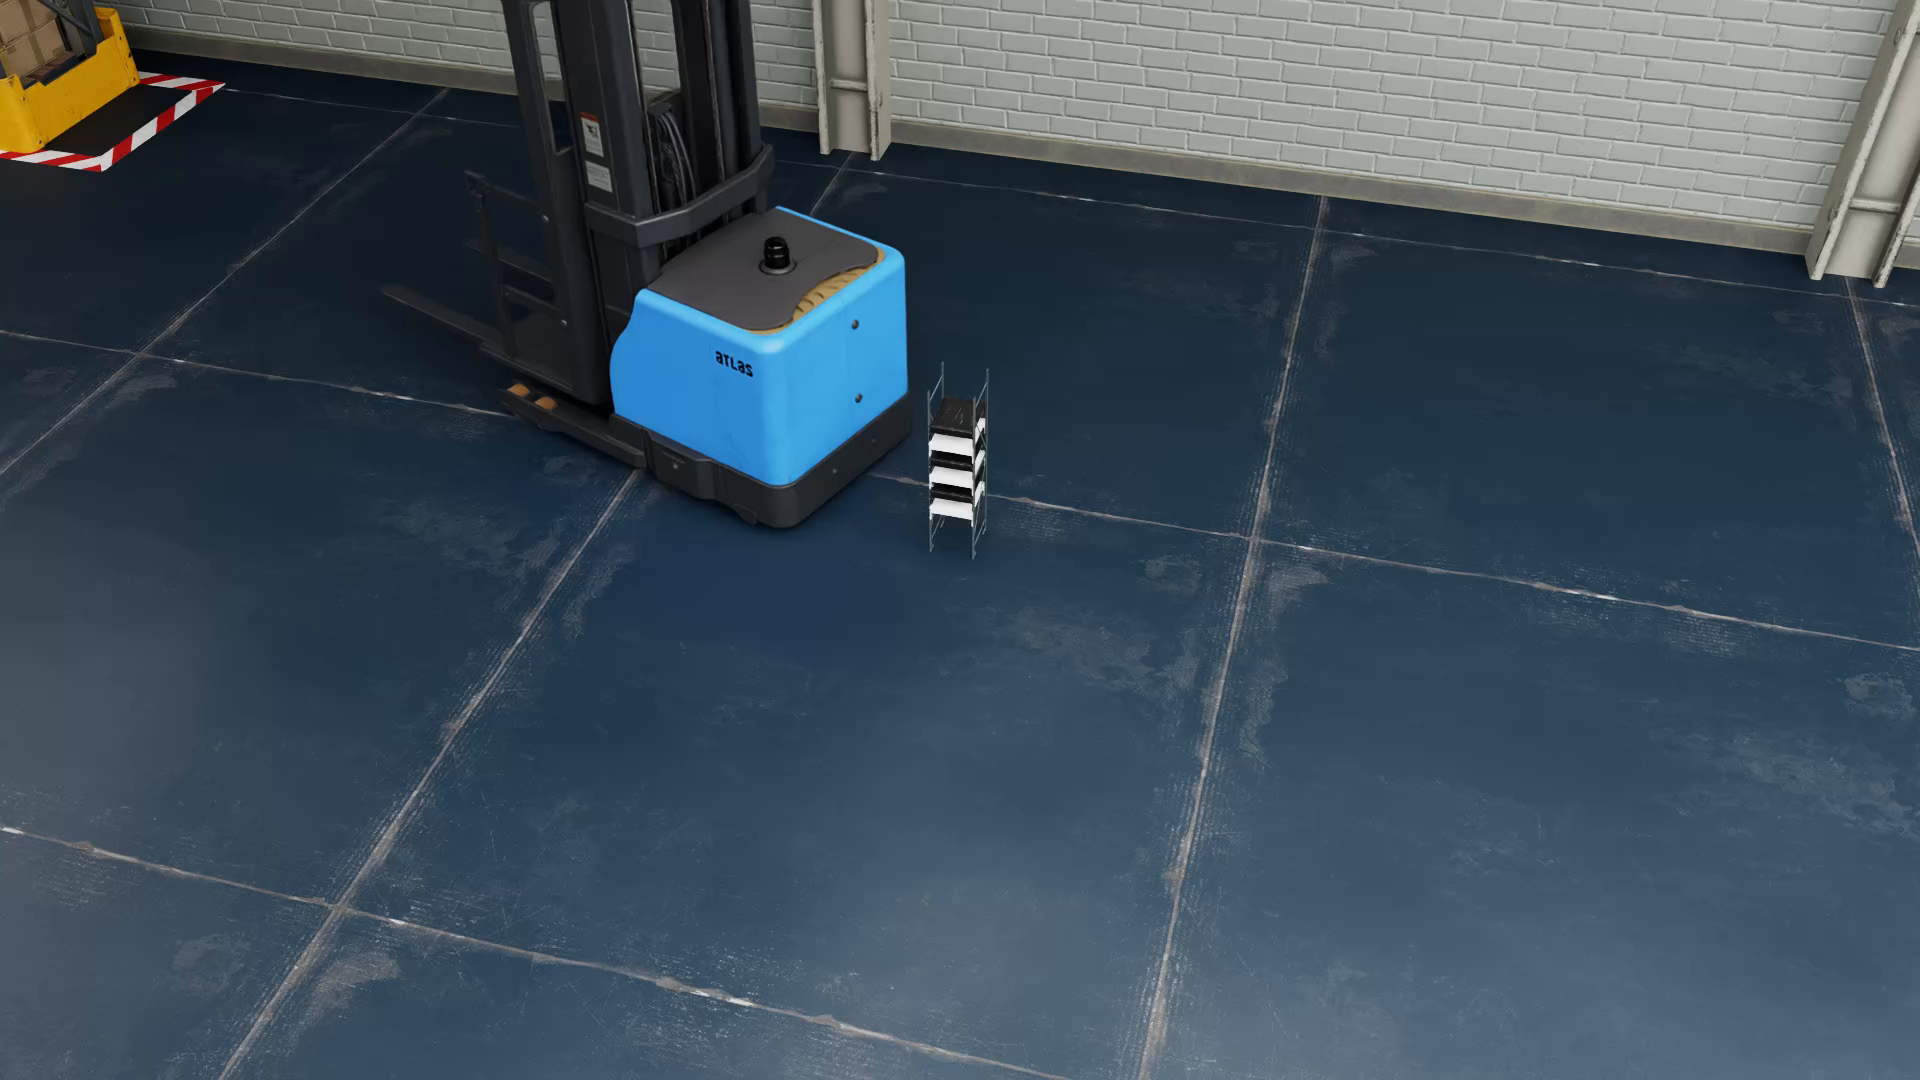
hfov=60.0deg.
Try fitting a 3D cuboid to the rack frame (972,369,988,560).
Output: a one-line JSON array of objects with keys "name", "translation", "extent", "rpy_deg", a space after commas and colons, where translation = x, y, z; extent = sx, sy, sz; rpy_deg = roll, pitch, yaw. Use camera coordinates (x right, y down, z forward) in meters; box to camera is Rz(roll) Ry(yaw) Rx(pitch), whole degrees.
[{"name": "rack frame", "translation": [0.090, -0.329, 7.467], "extent": [0.006, 0.900, 0.240], "rpy_deg": [10, 41, 11]}]

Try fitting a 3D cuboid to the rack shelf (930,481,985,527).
[{"name": "rack shelf", "translation": [-0.008, -0.183, 7.624], "extent": [0.200, 0.077, 0.258], "rpy_deg": [10, 41, 11]}]

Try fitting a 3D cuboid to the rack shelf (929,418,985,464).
[{"name": "rack shelf", "translation": [-0.008, -0.458, 7.392], "extent": [0.200, 0.077, 0.258], "rpy_deg": [10, 41, 11]}]

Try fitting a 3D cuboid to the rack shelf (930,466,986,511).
[{"name": "rack shelf", "translation": [-0.008, -0.252, 7.566], "extent": [0.200, 0.077, 0.258], "rpy_deg": [10, 41, 11]}]

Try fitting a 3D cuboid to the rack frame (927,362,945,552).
[{"name": "rack frame", "translation": [-0.106, -0.363, 7.507], "extent": [0.006, 0.900, 0.240], "rpy_deg": [10, 41, 11]}]

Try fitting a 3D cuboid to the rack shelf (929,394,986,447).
[{"name": "rack shelf", "translation": [-0.008, -0.527, 7.335], "extent": [0.200, 0.077, 0.258], "rpy_deg": [10, 41, 11]}]

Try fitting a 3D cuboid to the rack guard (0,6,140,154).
[{"name": "rack guard", "translation": [-6.008, -3.072, 11.043], "extent": [0.348, 0.500, 1.175], "rpy_deg": [10, 41, 11]}]

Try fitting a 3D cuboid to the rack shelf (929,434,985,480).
[{"name": "rack shelf", "translation": [-0.008, -0.389, 7.450], "extent": [0.200, 0.077, 0.258], "rpy_deg": [10, 41, 11]}]

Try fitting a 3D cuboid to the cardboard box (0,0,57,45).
[{"name": "cardboard box", "translation": [-6.431, -3.540, 11.079], "extent": [0.500, 0.250, 0.500], "rpy_deg": [10, 41, 12]}]

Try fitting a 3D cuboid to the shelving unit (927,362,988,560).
[{"name": "shelving unit", "translation": [-0.008, -0.346, 7.487], "extent": [0.210, 0.900, 0.258], "rpy_deg": [10, 41, 11]}]

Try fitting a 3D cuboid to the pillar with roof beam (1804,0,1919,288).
[{"name": "pillar with roof beam", "translation": [4.009, -2.337, 3.560], "extent": [0.400, 9.000, 9.100], "rpy_deg": [10, 41, 11]}]

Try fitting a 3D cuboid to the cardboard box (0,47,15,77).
[{"name": "cardboard box", "translation": [-6.566, -3.023, 10.853], "extent": [0.500, 0.250, 0.500], "rpy_deg": [10, 41, 12]}]

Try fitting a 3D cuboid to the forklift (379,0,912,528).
[{"name": "forklift", "translation": [-1.738, -1.933, 7.798], "extent": [3.031, 2.935, 1.130], "rpy_deg": [24, 46, 26]}]

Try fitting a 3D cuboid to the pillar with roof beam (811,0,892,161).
[{"name": "pillar with roof beam", "translation": [-1.787, -3.334, 4.747], "extent": [0.400, 9.000, 9.100], "rpy_deg": [10, 41, 11]}]

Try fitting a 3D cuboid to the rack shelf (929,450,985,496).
[{"name": "rack shelf", "translation": [-0.008, -0.320, 7.508], "extent": [0.200, 0.077, 0.258], "rpy_deg": [10, 41, 11]}]

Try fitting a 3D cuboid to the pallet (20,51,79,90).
[{"name": "pallet", "translation": [-6.780, -3.066, 11.261], "extent": [1.213, 0.211, 1.003], "rpy_deg": [10, 41, 11]}]

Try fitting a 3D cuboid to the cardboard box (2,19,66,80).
[{"name": "cardboard box", "translation": [-6.455, -3.344, 11.235], "extent": [0.500, 0.250, 0.500], "rpy_deg": [10, 41, 12]}]

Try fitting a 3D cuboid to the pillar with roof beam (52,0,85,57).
[{"name": "pillar with roof beam", "translation": [-7.583, -4.331, 5.935], "extent": [0.400, 9.000, 9.100], "rpy_deg": [10, 41, 11]}]

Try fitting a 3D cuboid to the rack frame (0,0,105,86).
[{"name": "rack frame", "translation": [-6.031, -4.033, 10.244], "extent": [0.127, 3.000, 1.000], "rpy_deg": [10, 41, 11]}]

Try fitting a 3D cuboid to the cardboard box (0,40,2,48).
[{"name": "cardboard box", "translation": [-6.582, -3.219, 10.698], "extent": [0.500, 0.250, 0.500], "rpy_deg": [9, 41, 11]}]
